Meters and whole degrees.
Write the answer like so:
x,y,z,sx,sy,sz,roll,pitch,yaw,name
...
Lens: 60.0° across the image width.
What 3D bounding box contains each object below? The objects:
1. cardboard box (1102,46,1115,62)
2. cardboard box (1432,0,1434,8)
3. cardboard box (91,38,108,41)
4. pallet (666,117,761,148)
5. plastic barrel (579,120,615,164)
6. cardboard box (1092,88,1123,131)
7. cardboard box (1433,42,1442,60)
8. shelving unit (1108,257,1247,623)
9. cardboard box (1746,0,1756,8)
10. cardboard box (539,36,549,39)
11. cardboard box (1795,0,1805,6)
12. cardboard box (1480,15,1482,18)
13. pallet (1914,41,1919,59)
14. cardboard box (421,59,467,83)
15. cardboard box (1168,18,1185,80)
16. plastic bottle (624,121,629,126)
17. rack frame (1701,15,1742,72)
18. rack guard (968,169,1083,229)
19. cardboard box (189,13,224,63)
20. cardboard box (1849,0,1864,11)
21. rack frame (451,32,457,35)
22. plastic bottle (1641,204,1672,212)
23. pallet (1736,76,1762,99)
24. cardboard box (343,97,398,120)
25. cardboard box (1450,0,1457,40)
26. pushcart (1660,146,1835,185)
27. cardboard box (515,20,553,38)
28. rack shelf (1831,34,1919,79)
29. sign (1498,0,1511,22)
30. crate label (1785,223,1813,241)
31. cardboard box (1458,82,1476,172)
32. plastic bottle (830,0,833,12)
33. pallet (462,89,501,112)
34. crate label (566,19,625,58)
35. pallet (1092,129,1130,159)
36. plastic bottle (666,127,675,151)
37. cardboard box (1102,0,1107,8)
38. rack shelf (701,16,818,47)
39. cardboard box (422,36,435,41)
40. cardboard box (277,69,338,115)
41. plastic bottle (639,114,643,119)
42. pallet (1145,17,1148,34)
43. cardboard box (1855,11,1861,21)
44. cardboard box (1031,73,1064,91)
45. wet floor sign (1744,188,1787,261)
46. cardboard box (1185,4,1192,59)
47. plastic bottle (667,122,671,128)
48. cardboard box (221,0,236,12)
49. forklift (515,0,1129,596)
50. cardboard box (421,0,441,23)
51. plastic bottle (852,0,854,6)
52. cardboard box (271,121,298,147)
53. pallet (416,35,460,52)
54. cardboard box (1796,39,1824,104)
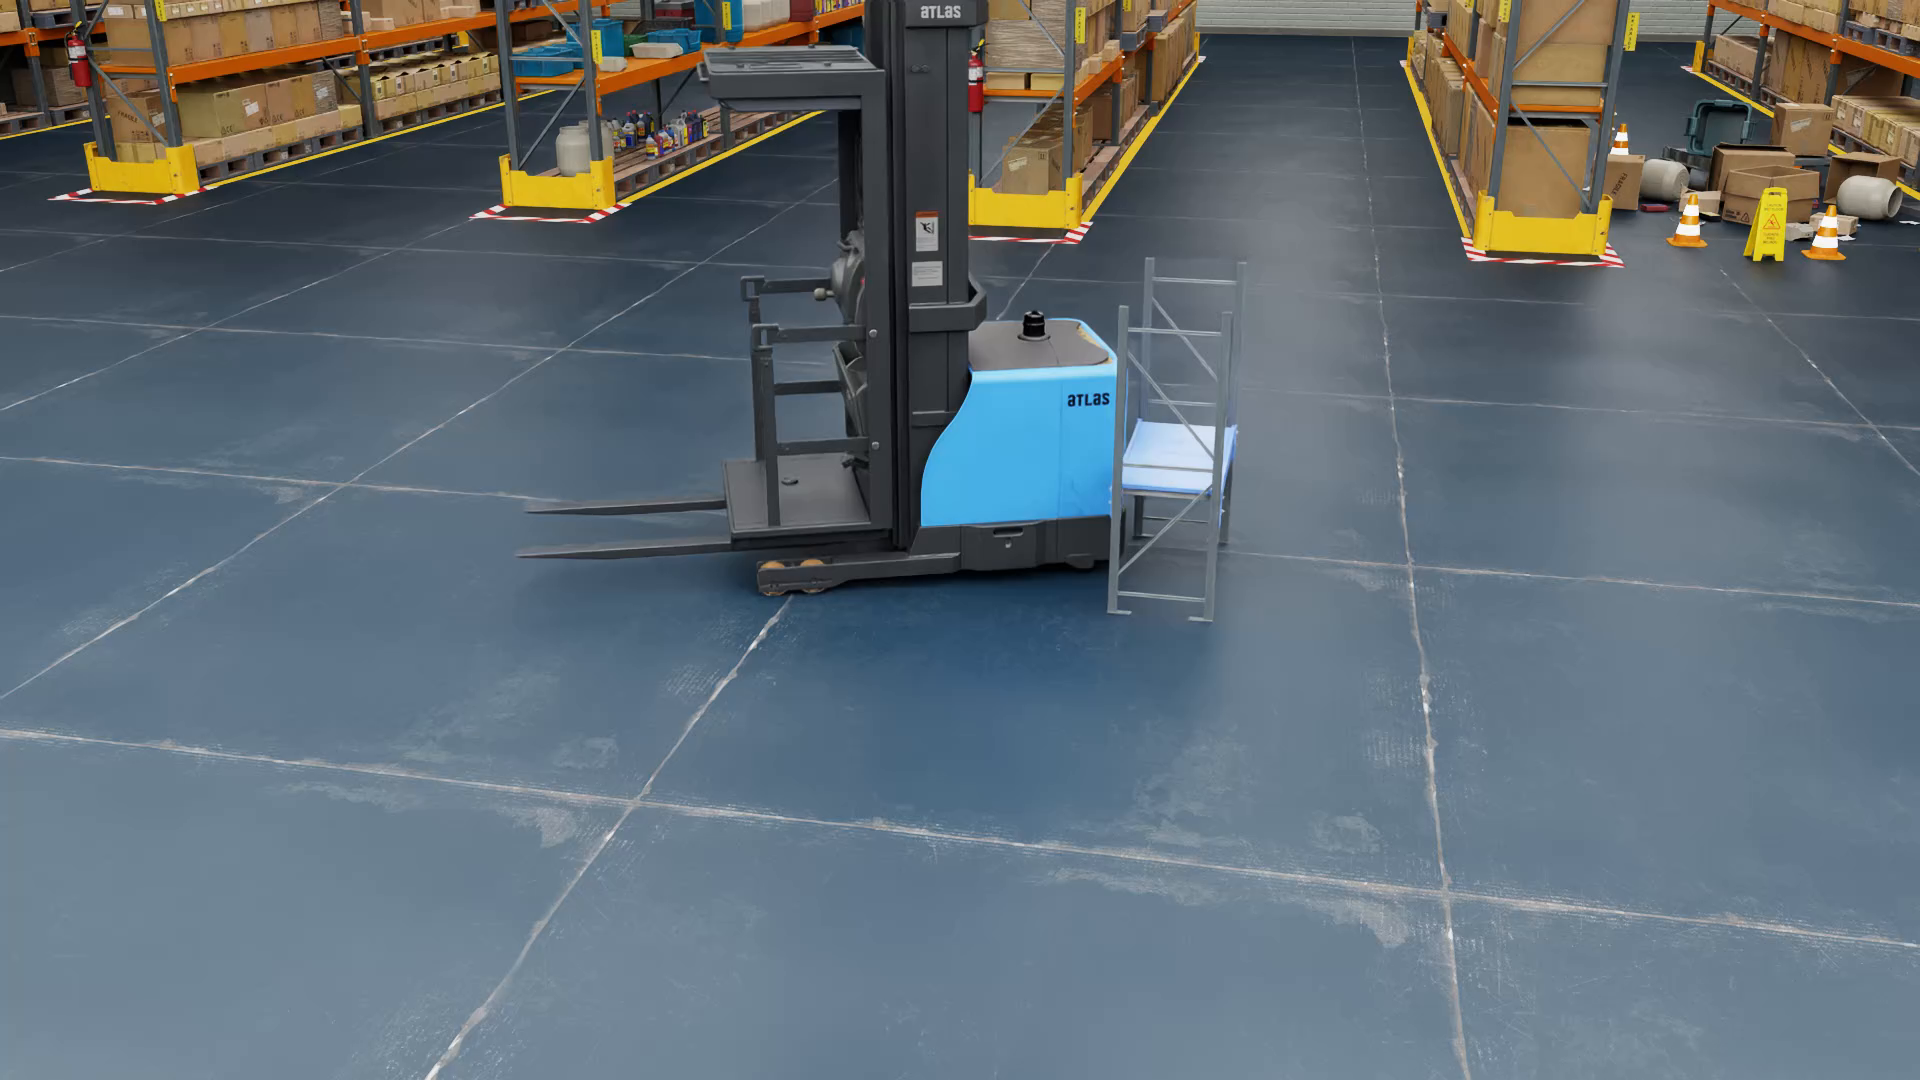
x,y,z,sx,sy,sz,roll,pitch,yaw,name
1.561,-5.526,18.896,0.380,0.149,0.250,4,22,11,cardboard box
6.836,-7.547,23.352,0.380,0.149,0.250,5,22,12,cardboard box
-12.676,-7.350,24.841,0.500,0.250,0.500,4,22,11,cardboard box
-3.297,-5.395,21.967,1.003,0.211,1.213,4,22,11,pallet
-4.074,-4.406,18.547,0.421,0.512,0.421,0,22,0,plastic barrel
1.691,-5.462,21.156,0.700,0.500,0.500,4,22,11,cardboard box
7.175,-7.092,24.229,0.500,0.250,0.500,5,22,12,cardboard box
1.067,-0.515,8.124,0.538,1.500,1.048,5,22,12,shelving unit
12.707,-8.615,26.097,0.500,0.500,0.500,4,22,10,cardboard box
-7.180,-8.211,27.984,0.500,0.500,0.500,5,22,12,cardboard box
12.088,-7.654,23.374,0.500,0.250,0.500,4,22,9,cardboard box
6.201,-5.540,18.393,0.875,0.550,0.550,4,22,11,cardboard box
11.429,-5.445,18.615,1.003,0.211,1.213,4,22,11,pallet
-7.523,-6.835,24.176,0.500,0.311,0.500,4,22,11,cardboard box
2.951,-7.920,26.787,1.225,0.875,0.875,5,22,11,cardboard box
-4.022,-4.948,20.187,0.097,0.271,0.097,0,22,0,plastic bottle
13.579,-9.654,28.810,1.000,3.000,0.127,4,22,11,rack frame
0.628,-3.426,16.692,1.175,0.500,0.348,4,22,11,rack guard
-8.874,-5.723,18.915,0.700,0.500,0.500,5,22,12,cardboard box
11.628,-6.961,21.028,0.500,0.500,0.500,4,22,9,cardboard box
-10.670,-11.542,33.498,1.000,3.000,0.127,4,22,11,rack frame
7.290,-3.476,17.402,0.283,0.061,0.133,-3,22,-8,plastic bottle
12.995,-7.170,26.374,1.003,0.211,1.213,4,22,11,pallet
-7.943,-5.826,22.422,0.500,0.250,0.500,4,22,10,cardboard box
6.520,-6.601,21.095,0.500,0.500,0.500,4,22,11,cardboard box
8.888,-4.205,18.789,1.648,0.377,0.936,-3,22,-8,pushcart
-7.177,-8.572,27.875,0.500,0.250,0.500,5,22,11,cardboard box
11.539,-5.663,19.863,1.077,0.370,4.000,4,22,11,rack shelf
4.920,-4.836,14.980,0.100,0.325,0.005,4,22,11,sign
8.083,-2.983,16.077,0.250,0.136,0.298,-7,23,-17,crate label
6.067,-4.591,18.518,0.875,0.875,0.875,5,22,12,cardboard box
-1.985,-8.240,25.455,0.061,0.283,0.133,4,22,11,plastic bottle
-7.658,-6.649,25.080,1.003,0.211,1.213,4,22,11,pallet
-4.125,-5.646,18.810,0.502,0.435,0.616,4,22,11,crate label
1.587,-5.012,21.017,1.003,0.211,1.213,4,22,11,pallet
-3.429,-4.750,19.695,0.097,0.271,0.097,0,22,0,plastic bottle
1.298,-5.935,17.705,0.500,0.500,0.500,4,22,11,cardboard box
-3.011,-6.796,22.677,1.077,0.370,4.000,4,22,11,rack shelf
-10.817,-10.131,32.778,0.700,0.500,0.500,4,22,11,cardboard box
-8.262,-5.677,21.048,0.500,0.500,0.500,4,22,11,cardboard box
-3.953,-5.136,20.647,0.152,0.276,0.135,5,23,13,plastic bottle
1.882,-6.668,21.651,1.003,0.211,1.213,4,22,11,pallet
11.699,-6.702,21.254,0.380,0.149,0.250,3,22,8,cardboard box
0.905,-4.528,16.417,0.380,0.149,0.250,4,22,11,cardboard box
7.380,-2.889,15.164,0.267,0.644,0.232,1,22,2,wet floor sign
3.640,-9.046,29.581,0.875,0.875,0.875,4,22,11,cardboard box
-3.479,-4.895,20.040,0.061,0.283,0.133,4,22,11,plastic bottle
-8.584,-6.167,19.148,0.380,0.149,0.250,4,22,9,cardboard box
-0.726,-1.296,8.147,3.031,2.935,1.130,-4,22,-9,forklift
-7.778,-7.672,23.754,0.500,0.500,0.500,3,22,8,cardboard box
-1.753,-8.652,26.586,0.097,0.201,0.097,0,22,0,plastic bottle
-8.449,-4.962,20.277,0.500,0.250,0.500,4,22,11,cardboard box
-10.756,-9.951,33.278,1.003,0.211,1.213,4,22,11,pallet
12.355,-6.510,23.284,0.875,0.875,0.875,5,22,12,cardboard box
